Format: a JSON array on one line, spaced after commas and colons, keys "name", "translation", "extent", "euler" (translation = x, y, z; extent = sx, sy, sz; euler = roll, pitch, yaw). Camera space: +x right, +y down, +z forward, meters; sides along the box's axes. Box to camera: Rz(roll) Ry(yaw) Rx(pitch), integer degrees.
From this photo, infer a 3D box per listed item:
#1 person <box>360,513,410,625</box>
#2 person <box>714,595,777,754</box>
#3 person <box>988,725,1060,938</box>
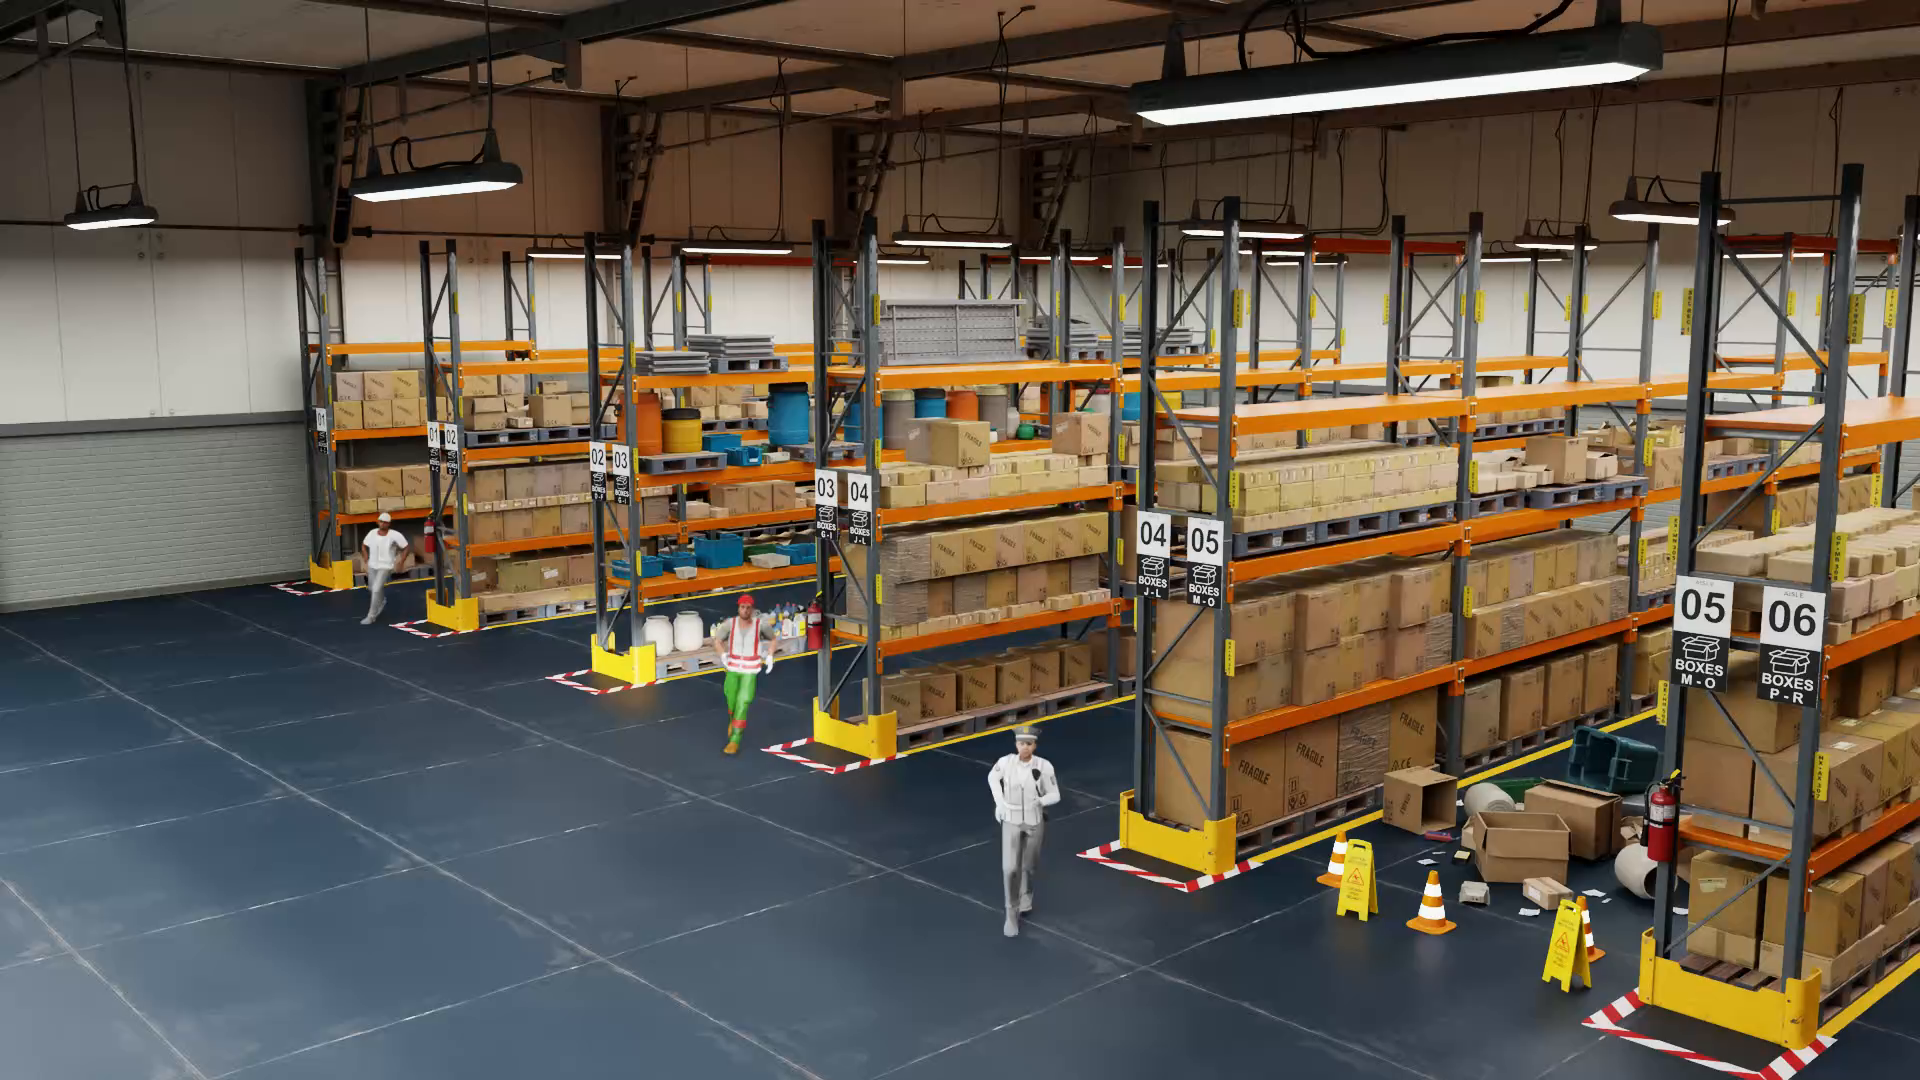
[{"name": "person", "translation": [-9.156, 0.429, 26.429], "extent": [0.767, 1.741, 0.871], "euler": [1, 8, 9]}, {"name": "person", "translation": [-2.472, 1.494, 19.047], "extent": [0.712, 1.761, 0.977], "euler": [1, 8, 4]}, {"name": "person", "translation": [0.523, 2.358, 13.639], "extent": [0.592, 1.747, 0.734], "euler": [0, 8, 2]}]
